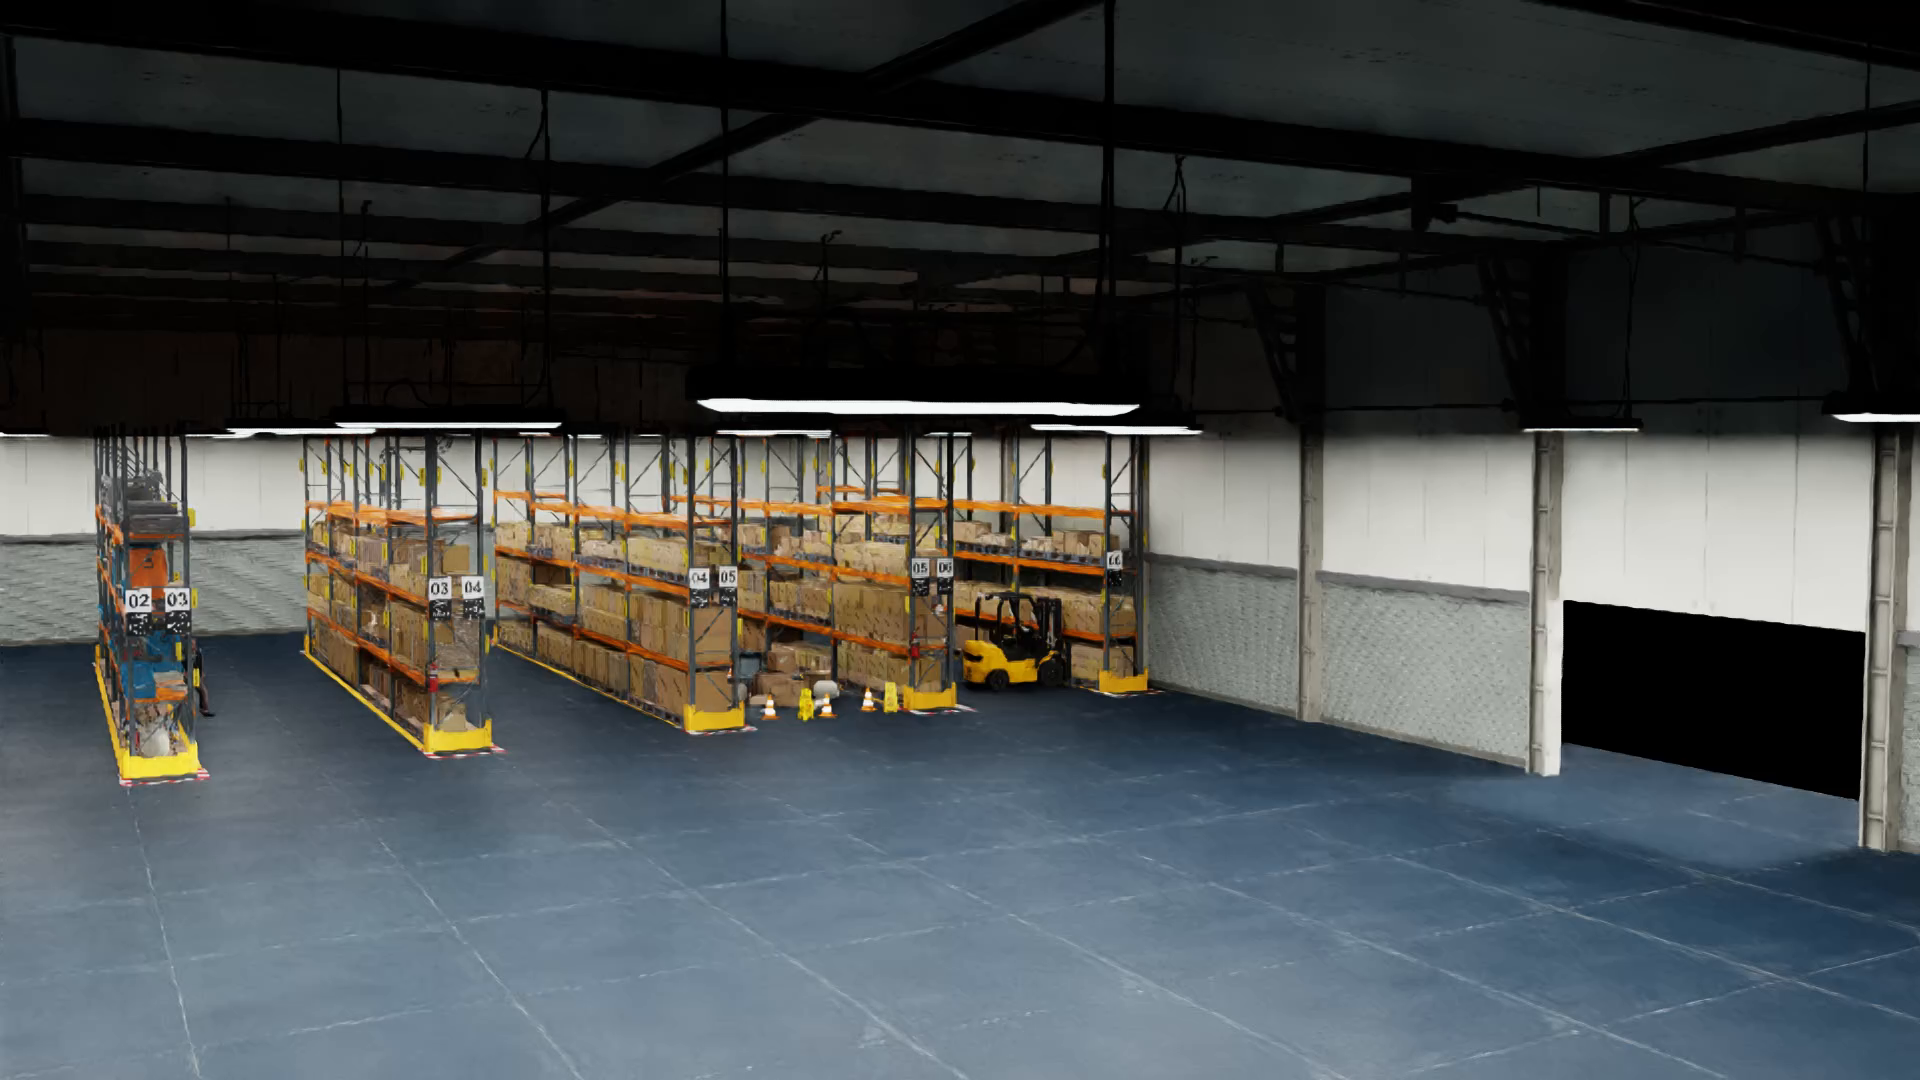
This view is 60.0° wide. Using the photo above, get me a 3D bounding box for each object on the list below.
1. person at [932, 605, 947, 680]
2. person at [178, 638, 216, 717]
[{"bbox_3d":[-0.455,2.423,39.612,0.591,1.780,0.446,3,4,40],"label":"person"},{"bbox_3d":[-15.803,2.819,34.154,0.844,1.661,0.682,3,5,44],"label":"person"}]
